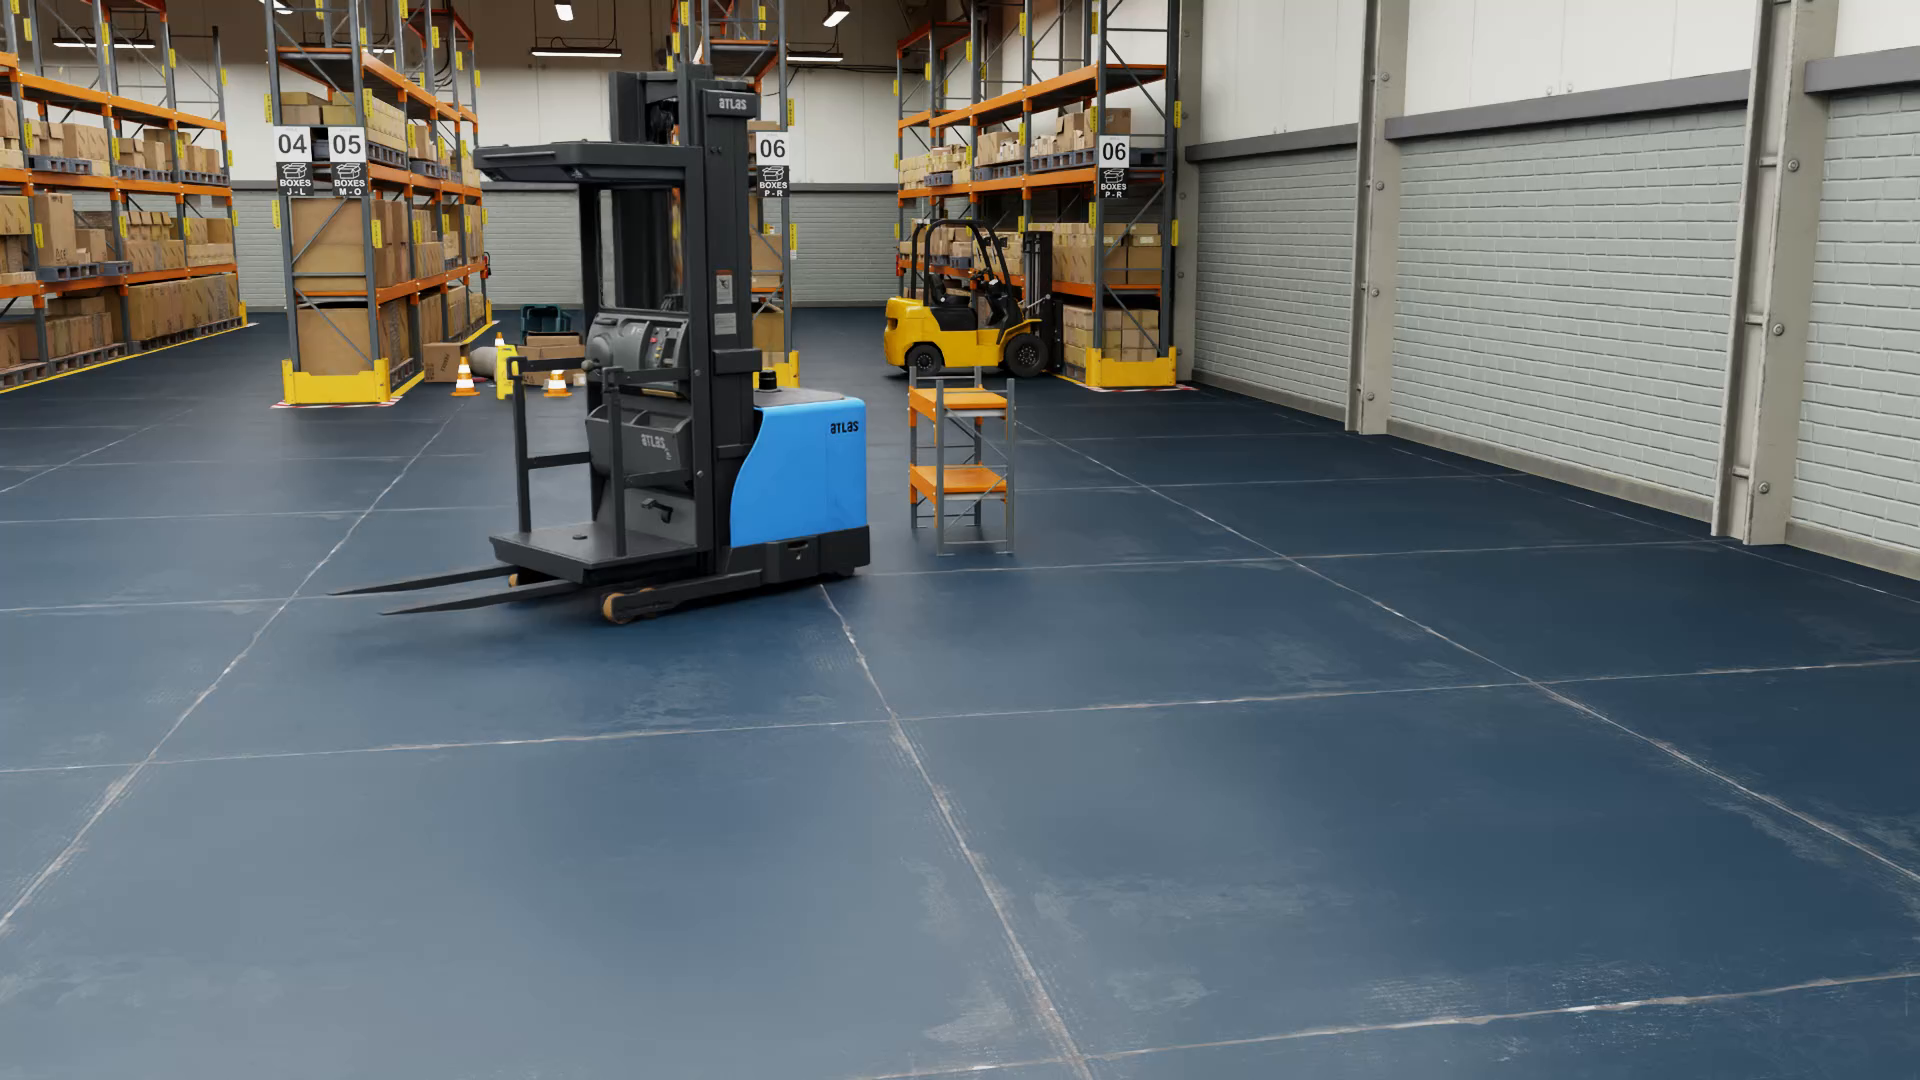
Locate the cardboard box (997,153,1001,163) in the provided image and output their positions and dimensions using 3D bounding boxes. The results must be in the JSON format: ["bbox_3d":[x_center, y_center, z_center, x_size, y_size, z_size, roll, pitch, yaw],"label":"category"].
[{"bbox_3d":[0.809,-6.193,26.968,0.380,0.149,0.250,-2,11,-12],"label":"cardboard box"}]

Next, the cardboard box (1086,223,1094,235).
[{"bbox_3d":[1.894,-4.137,22.114,0.380,0.149,0.250,-2,11,-11],"label":"cardboard box"}]

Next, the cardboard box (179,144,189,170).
[{"bbox_3d":[-14.986,-7.199,31.316,0.700,0.500,0.500,-2,11,-8],"label":"cardboard box"}]

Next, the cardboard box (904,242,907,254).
[{"bbox_3d":[-0.941,-6.343,36.104,0.500,0.250,0.500,-2,11,-10],"label":"cardboard box"}]

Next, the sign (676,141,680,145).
[{"bbox_3d":[-4.722,-6.555,27.997,0.100,0.325,0.005,-2,11,-11],"label":"sign"}]

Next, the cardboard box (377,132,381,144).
[{"bbox_3d":[-7.356,-4.961,20.497,0.380,0.149,0.250,-2,11,-11],"label":"cardboard box"}]

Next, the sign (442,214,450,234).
[{"bbox_3d":[-8.468,-5.198,27.390,0.100,0.325,0.005,-2,11,-11],"label":"sign"}]

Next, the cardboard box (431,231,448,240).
[{"bbox_3d":[-9.169,-5.317,29.066,0.380,0.149,0.250,-2,11,-9],"label":"cardboard box"}]

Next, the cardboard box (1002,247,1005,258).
[{"bbox_3d":[0.923,-4.696,26.909,0.500,0.250,0.500,-2,11,-10],"label":"cardboard box"}]

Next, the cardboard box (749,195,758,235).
[{"bbox_3d":[-2.933,-4.112,21.043,0.700,0.500,0.500,-2,11,-12],"label":"cardboard box"}]

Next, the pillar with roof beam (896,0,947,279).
[{"bbox_3d":[-4.727,-9.774,38.479,9.100,9.000,0.548,-2,11,-11],"label":"pillar with roof beam"}]

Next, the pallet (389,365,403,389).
[{"bbox_3d":[-7.922,-2.139,21.869,1.003,0.211,1.213,-2,11,-11],"label":"pallet"}]

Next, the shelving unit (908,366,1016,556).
[{"bbox_3d":[-0.001,-0.554,11.098,0.538,1.125,1.048,-2,11,-11],"label":"shelving unit"}]

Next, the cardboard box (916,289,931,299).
[{"bbox_3d":[-0.705,-5.060,35.320,0.500,0.500,0.500,-2,11,-10],"label":"cardboard box"}]

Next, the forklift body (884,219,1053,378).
[{"bbox_3d":[0.090,-3.386,23.233,2.313,2.155,1.214,-2,11,-11],"label":"forklift body"}]

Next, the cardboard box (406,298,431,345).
[{"bbox_3d":[-8.626,-3.264,25.217,1.050,0.750,0.750,-2,11,-11],"label":"cardboard box"}]

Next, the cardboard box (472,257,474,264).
[{"bbox_3d":[-9.827,-5.523,32.862,0.380,0.149,0.250,-2,11,-8],"label":"cardboard box"}]

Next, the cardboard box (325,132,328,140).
[{"bbox_3d":[-8.051,-4.983,20.611,0.380,0.149,0.250,-2,11,-12],"label":"cardboard box"}]

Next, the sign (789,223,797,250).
[{"bbox_3d":[-2.088,-3.785,20.746,0.100,0.325,0.005,-2,11,-11],"label":"sign"}]

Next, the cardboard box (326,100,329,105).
[{"bbox_3d":[-8.101,-5.422,20.785,0.380,0.149,0.250,-2,11,-12],"label":"cardboard box"}]

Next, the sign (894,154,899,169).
[{"bbox_3d":[-1.396,-8.339,36.627,0.100,0.325,0.005,-2,11,-11],"label":"sign"}]

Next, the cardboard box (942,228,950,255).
[{"bbox_3d":[0.043,-5.642,31.425,0.700,0.500,0.500,-2,11,-11],"label":"cardboard box"}]

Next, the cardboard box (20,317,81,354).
[{"bbox_3d":[-13.400,-3.006,24.475,0.700,0.500,0.500,-3,11,-16],"label":"cardboard box"}]

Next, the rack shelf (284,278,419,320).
[{"bbox_3d":[-7.845,-3.155,21.674,1.077,0.370,4.000,-2,11,-11],"label":"rack shelf"}]

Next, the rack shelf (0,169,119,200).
[{"bbox_3d":[-13.507,-5.200,24.398,1.077,0.370,4.000,-2,11,-11],"label":"rack shelf"}]

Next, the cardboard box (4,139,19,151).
[{"bbox_3d":[-12.772,-5.260,22.122,0.380,0.149,0.250,-2,11,-9],"label":"cardboard box"}]

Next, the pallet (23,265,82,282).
[{"bbox_3d":[-13.124,-3.765,23.466,1.003,0.211,1.213,-2,11,-11],"label":"pallet"}]

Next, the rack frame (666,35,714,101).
[{"bbox_3d":[-5.732,-9.222,35.580,1.000,3.000,0.127,-2,11,-11],"label":"rack frame"}]

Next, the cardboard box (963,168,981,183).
[{"bbox_3d":[0.355,-6.474,29.565,0.500,0.250,0.500,-2,11,-13],"label":"cardboard box"}]

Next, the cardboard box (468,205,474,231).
[{"bbox_3d":[-9.822,-6.309,32.582,0.500,0.500,0.500,-2,11,-10],"label":"cardboard box"}]

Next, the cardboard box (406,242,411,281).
[{"bbox_3d":[-8.150,-3.882,23.167,0.875,0.550,0.550,-2,11,-11],"label":"cardboard box"}]

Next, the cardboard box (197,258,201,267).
[{"bbox_3d":[-14.509,-5.220,31.272,0.380,0.149,0.250,-2,11,-9],"label":"cardboard box"}]

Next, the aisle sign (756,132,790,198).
[{"bbox_3d":[-2.304,-4.617,20.479,0.394,0.787,0.004,-2,11,-11],"label":"aisle sign"}]

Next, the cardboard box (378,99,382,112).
[{"bbox_3d":[-7.405,-5.398,20.662,0.380,0.149,0.250,-2,11,-12],"label":"cardboard box"}]

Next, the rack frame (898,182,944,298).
[{"bbox_3d":[-0.863,-6.456,37.093,1.000,3.000,0.127,-2,11,-11],"label":"rack frame"}]

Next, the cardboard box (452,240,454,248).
[{"bbox_3d":[-9.363,-5.362,30.098,0.380,0.149,0.250,-2,11,-13],"label":"cardboard box"}]

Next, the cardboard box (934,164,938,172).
[{"bbox_3d":[-0.290,-7.117,31.827,0.380,0.149,0.250,-2,11,-10],"label":"cardboard box"}]

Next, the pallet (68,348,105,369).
[{"bbox_3d":[-13.512,-2.710,24.873,1.003,0.211,1.213,-2,11,-11],"label":"pallet"}]

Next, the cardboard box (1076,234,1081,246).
[{"bbox_3d":[1.800,-4.084,22.629,0.380,0.149,0.250,-2,11,-11],"label":"cardboard box"}]

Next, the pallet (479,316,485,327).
[{"bbox_3d":[-10.429,-4.542,34.495,1.003,0.211,1.213,-2,11,-11],"label":"pallet"}]

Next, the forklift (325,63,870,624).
[{"bbox_3d":[-1.956,-1.102,9.146,3.031,2.935,1.130,-10,15,-43],"label":"forklift"}]

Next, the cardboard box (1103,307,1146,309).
[{"bbox_3d":[2.240,-3.055,22.779,0.500,0.250,0.500,-2,11,-11],"label":"cardboard box"}]

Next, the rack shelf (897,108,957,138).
[{"bbox_3d":[-0.474,-8.681,34.672,1.077,0.370,4.000,-2,11,-11],"label":"rack shelf"}]

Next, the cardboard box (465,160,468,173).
[{"bbox_3d":[-9.740,-7.177,31.921,0.500,0.250,0.500,-2,11,-11],"label":"cardboard box"}]

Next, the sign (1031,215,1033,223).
[{"bbox_3d":[1.236,-5.578,29.385,0.100,0.325,0.005,-2,11,-11],"label":"sign"}]

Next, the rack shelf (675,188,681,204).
[{"bbox_3d":[-4.565,-6.294,30.146,1.077,0.370,4.000,-2,11,-11],"label":"rack shelf"}]

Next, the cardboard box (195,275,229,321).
[{"bbox_3d":[-15.072,-4.795,32.928,0.875,0.875,0.875,-2,11,-11],"label":"cardboard box"}]

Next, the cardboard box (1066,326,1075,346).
[{"bbox_3d":[1.760,-2.793,22.741,0.500,0.250,0.500,-2,11,-12],"label":"cardboard box"}]

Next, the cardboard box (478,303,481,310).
[{"bbox_3d":[-9.969,-4.752,33.846,0.380,0.149,0.250,-2,11,-10],"label":"cardboard box"}]

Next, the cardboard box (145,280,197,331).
[{"bbox_3d":[-14.530,-4.227,29.939,1.225,0.875,0.875,-2,11,-11],"label":"cardboard box"}]
